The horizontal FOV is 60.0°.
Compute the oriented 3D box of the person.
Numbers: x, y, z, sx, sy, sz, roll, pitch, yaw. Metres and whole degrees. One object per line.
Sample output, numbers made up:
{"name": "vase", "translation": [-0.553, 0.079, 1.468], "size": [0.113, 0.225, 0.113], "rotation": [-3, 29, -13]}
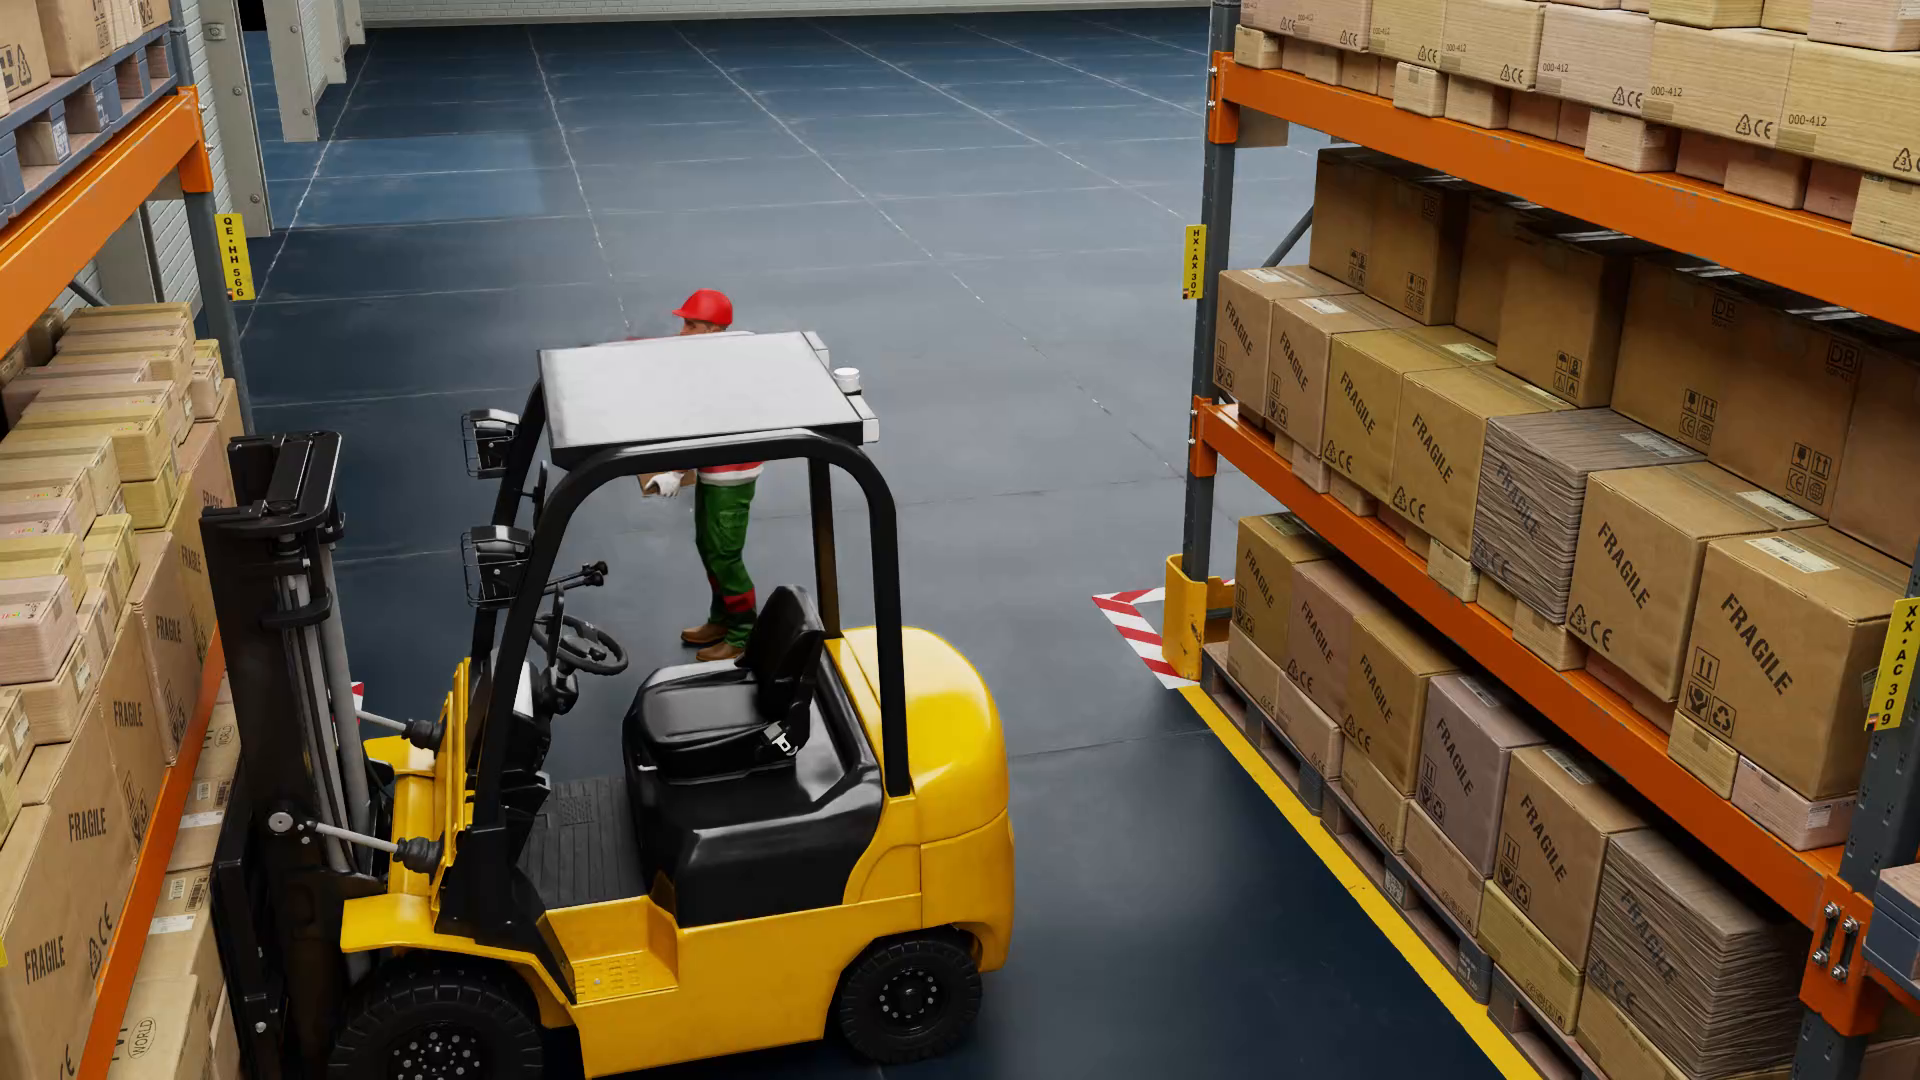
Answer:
{"name": "person", "translation": [-1.203, -0.290, 7.760], "size": [0.557, 1.784, 0.495], "rotation": [-7, 24, -15]}
